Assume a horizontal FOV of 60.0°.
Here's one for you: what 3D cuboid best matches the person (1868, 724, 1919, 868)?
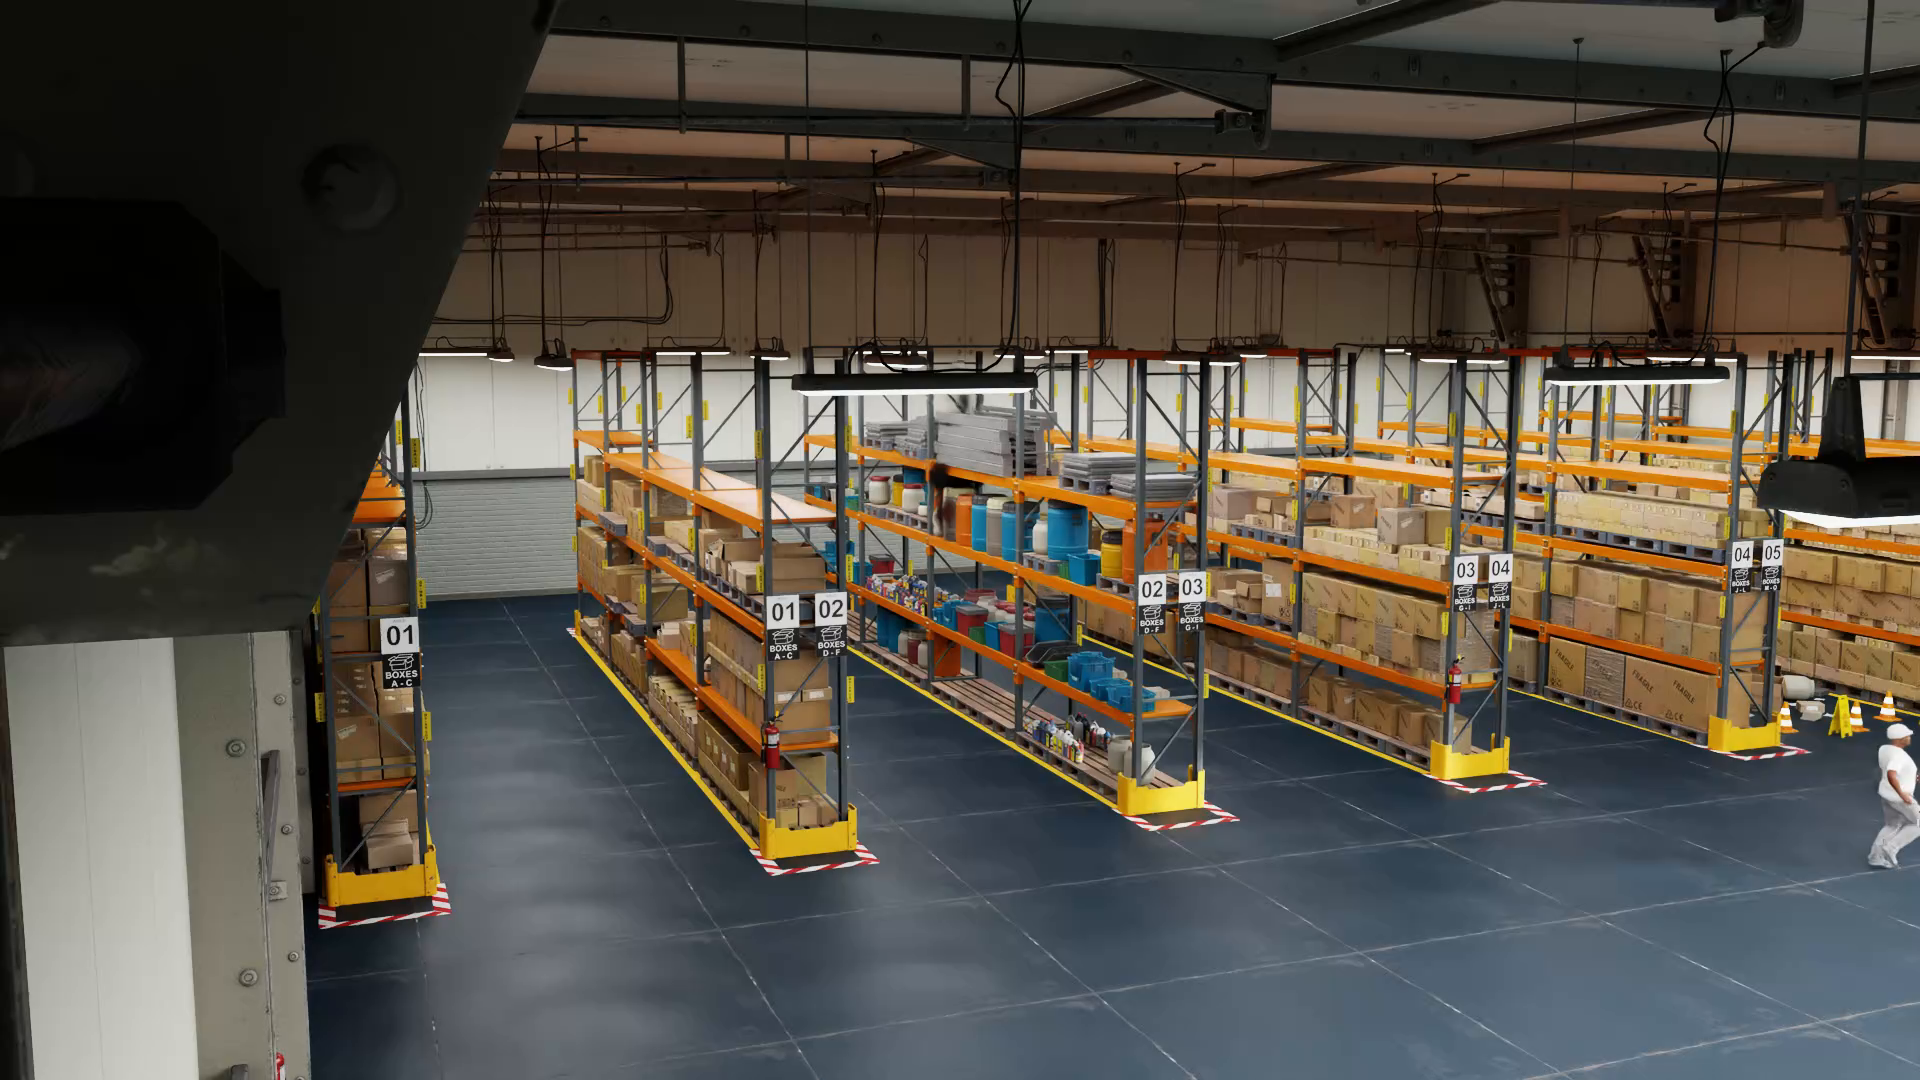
[{"bbox_3d":[11.113,3.026,19.635,0.634,1.724,0.683,0,7,3],"label":"person"}]

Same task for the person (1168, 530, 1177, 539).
[{"bbox_3d":[5.025,0.427,40.725,0.752,1.695,0.944,5,8,33],"label":"person"}]
